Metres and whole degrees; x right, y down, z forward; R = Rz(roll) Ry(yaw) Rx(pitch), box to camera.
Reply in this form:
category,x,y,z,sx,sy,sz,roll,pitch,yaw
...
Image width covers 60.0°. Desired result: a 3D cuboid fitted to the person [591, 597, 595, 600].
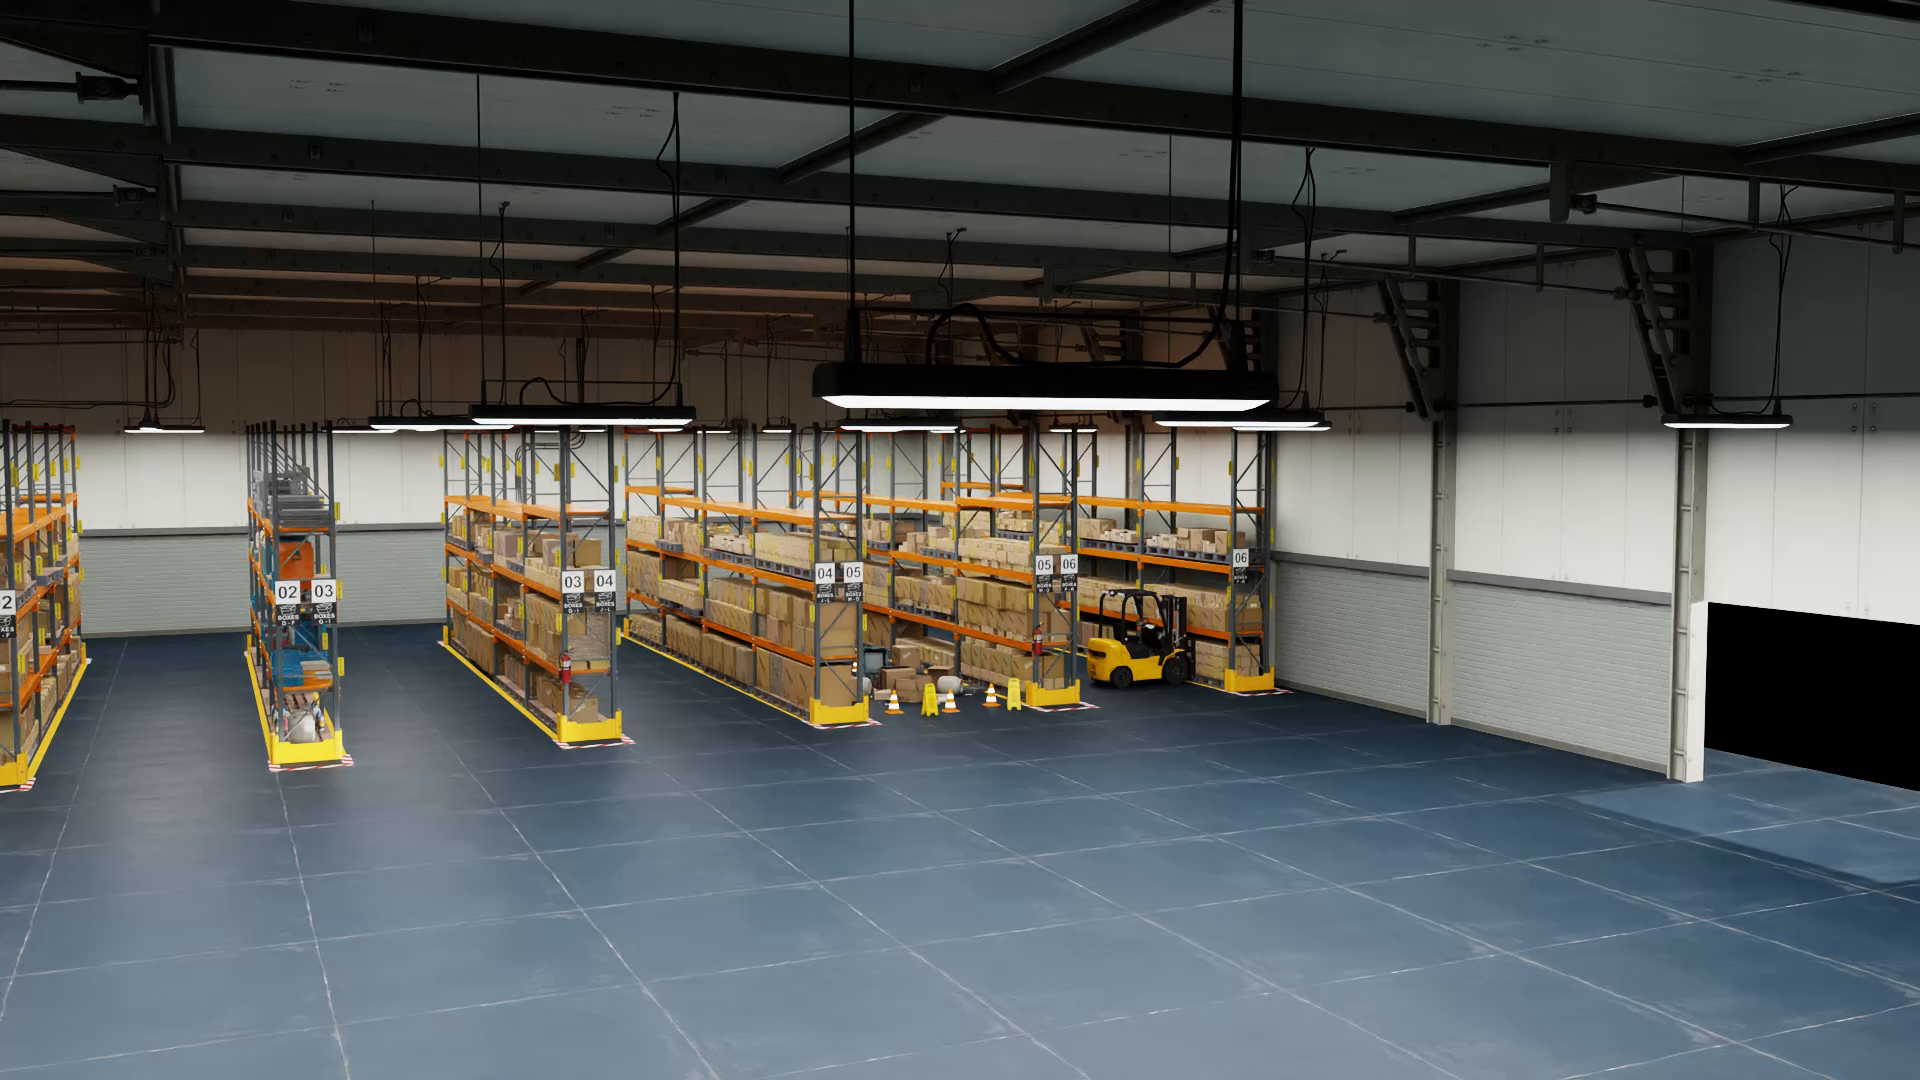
category,x,y,z,sx,sy,sz,roll,pitch,yaw
person,-9.535,2.093,43.763,0.681,1.777,0.527,-2,4,-33
